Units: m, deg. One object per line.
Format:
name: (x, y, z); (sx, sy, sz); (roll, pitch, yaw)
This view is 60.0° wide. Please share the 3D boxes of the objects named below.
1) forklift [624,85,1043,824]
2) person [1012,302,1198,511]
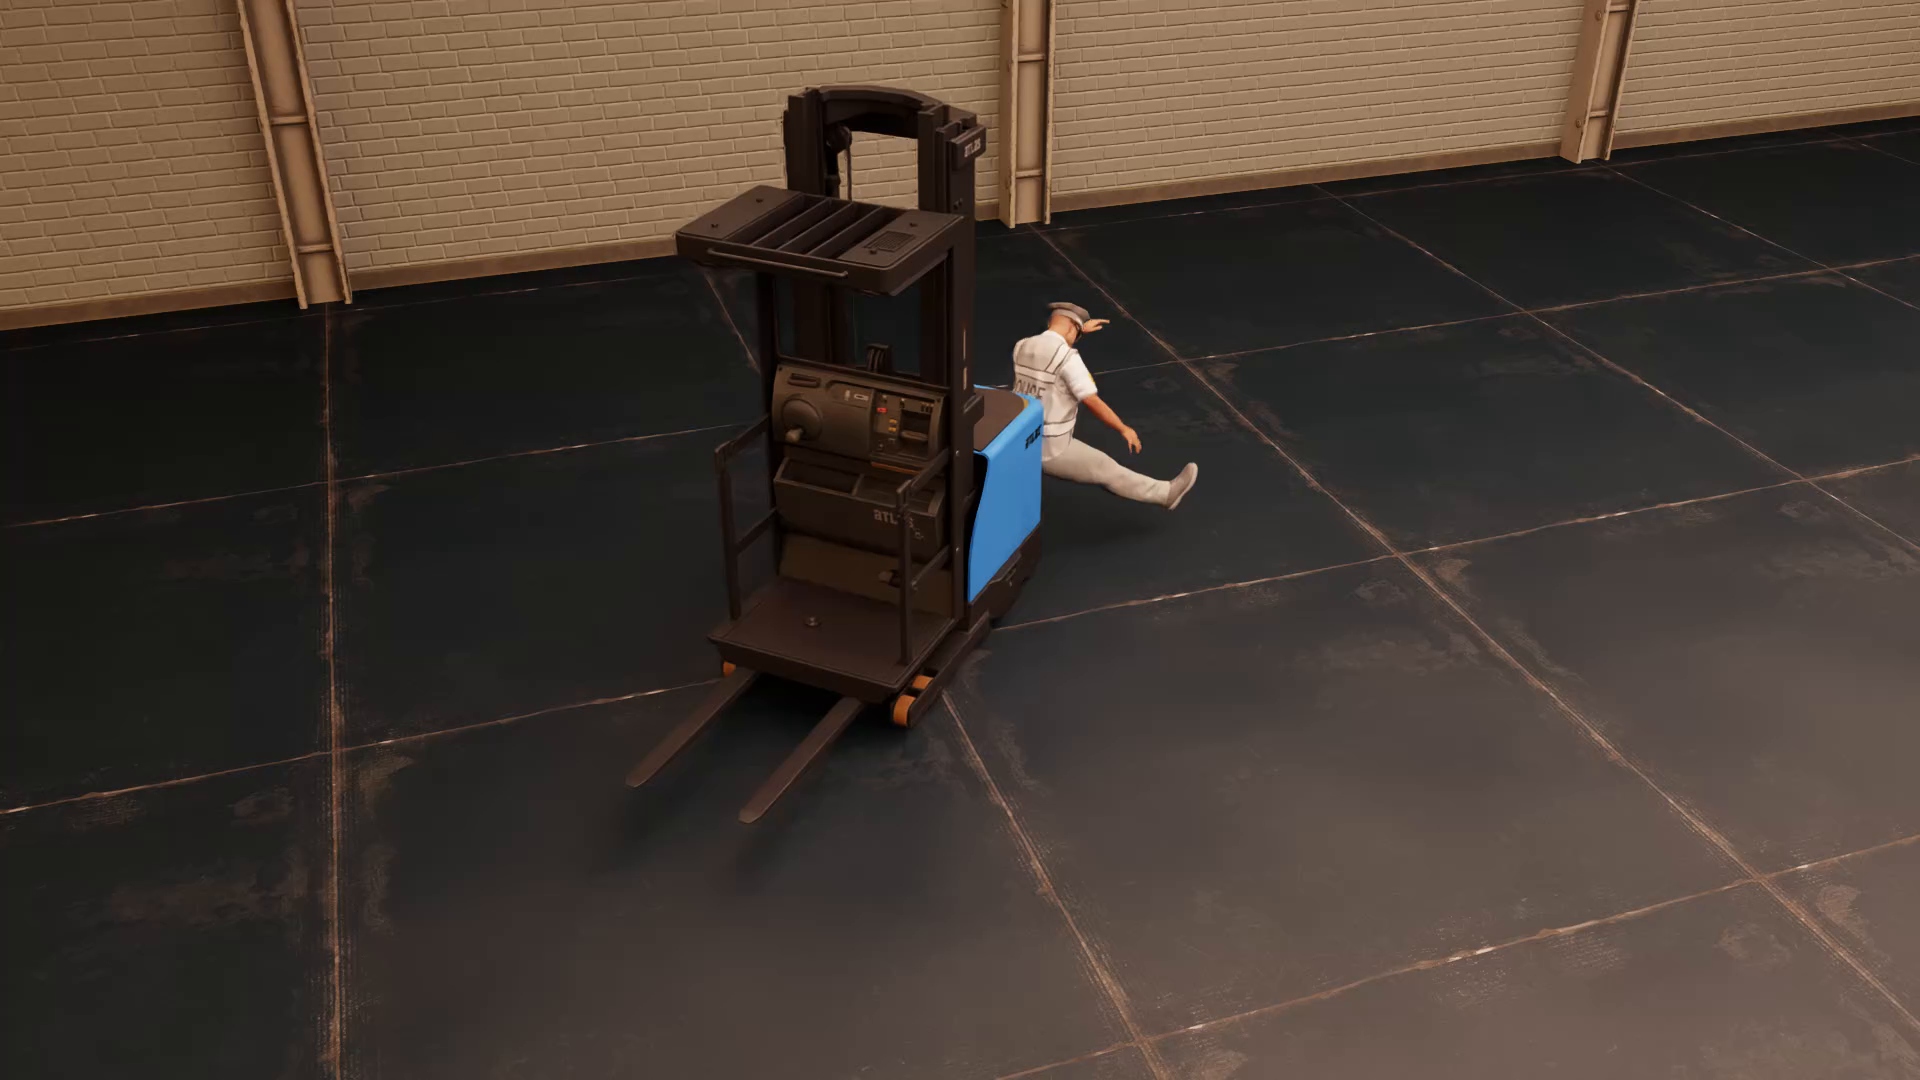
forklift: (-0.601, -0.571, 8.079); (1.130, 2.935, 3.031); (13, 32, 21)
person: (0.699, -0.758, 9.950); (1.143, 1.419, 1.040); (-16, 34, -26)
